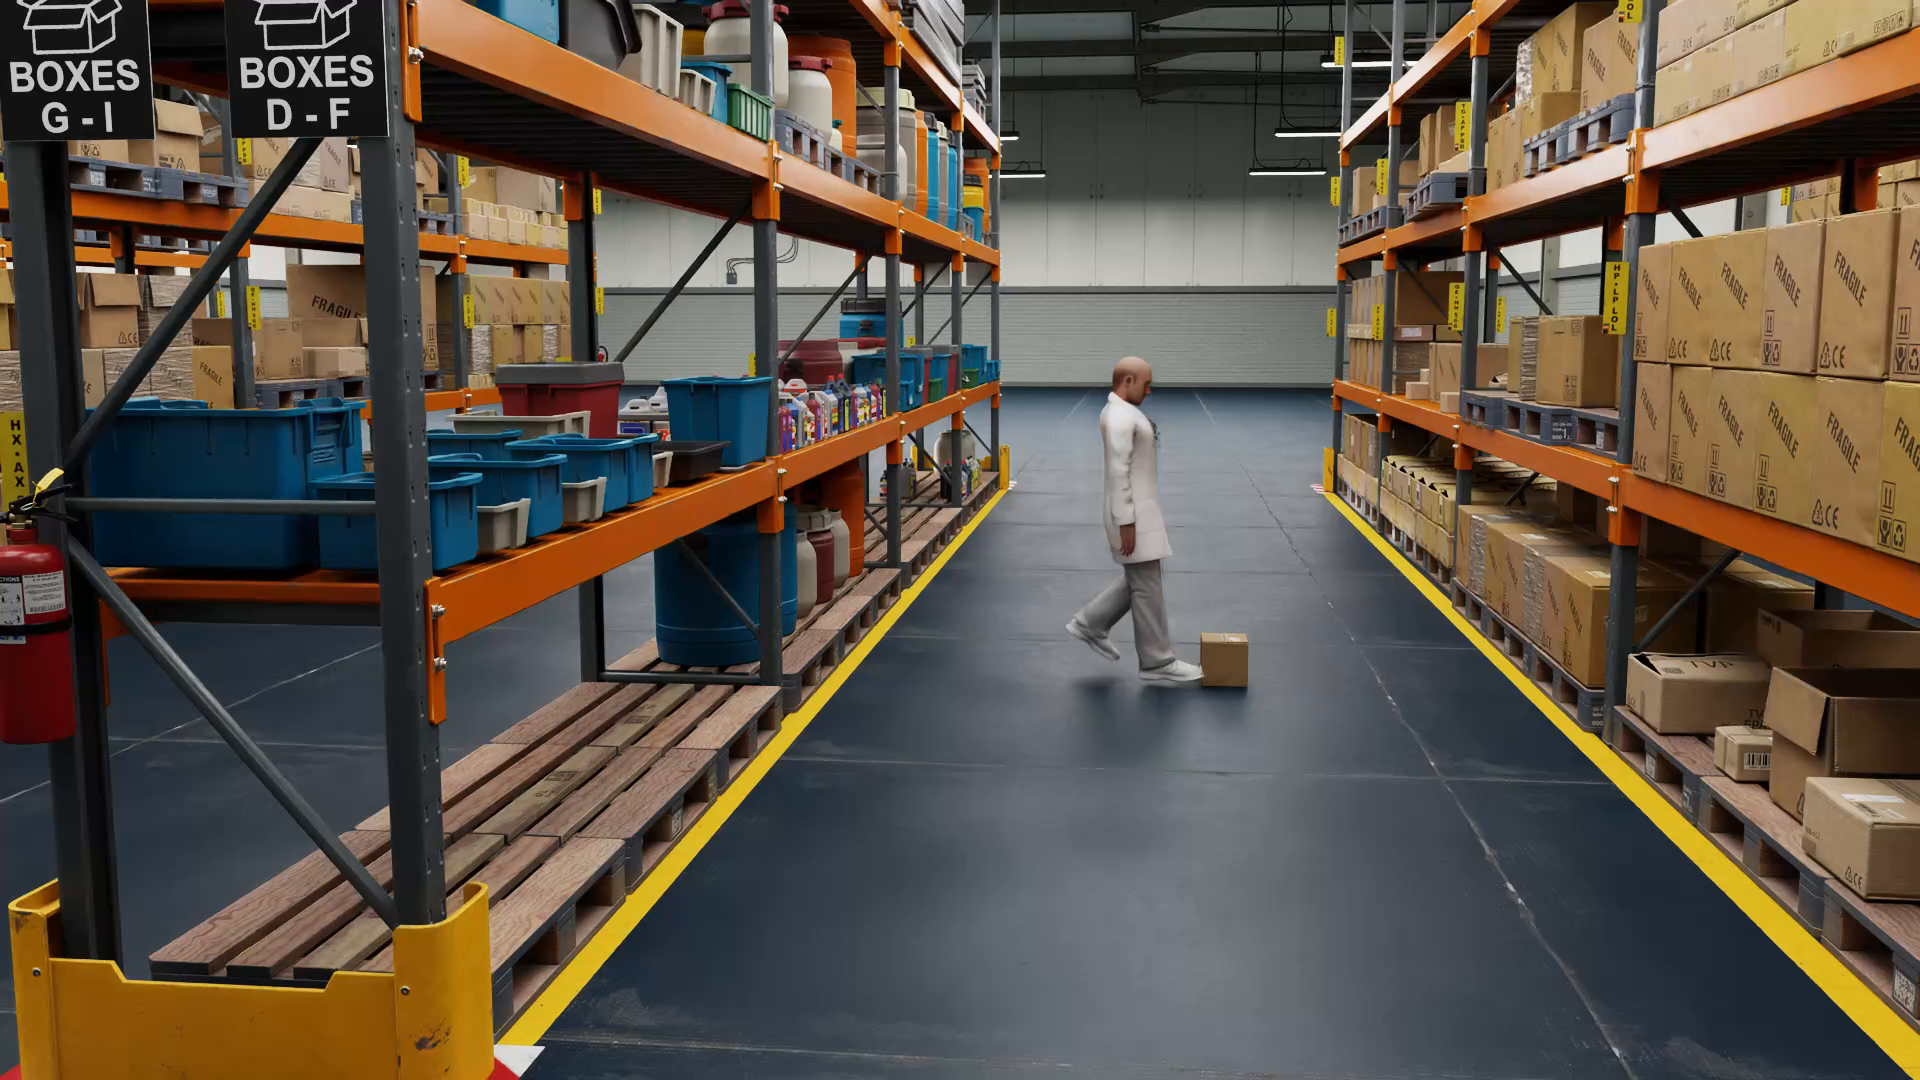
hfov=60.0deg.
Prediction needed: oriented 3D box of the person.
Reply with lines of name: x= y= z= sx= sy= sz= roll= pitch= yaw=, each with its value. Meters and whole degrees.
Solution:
person: x=0.969 y=-0.122 z=9.138 sx=0.764 sy=1.766 sz=0.626 roll=0 pitch=7 yaw=1
